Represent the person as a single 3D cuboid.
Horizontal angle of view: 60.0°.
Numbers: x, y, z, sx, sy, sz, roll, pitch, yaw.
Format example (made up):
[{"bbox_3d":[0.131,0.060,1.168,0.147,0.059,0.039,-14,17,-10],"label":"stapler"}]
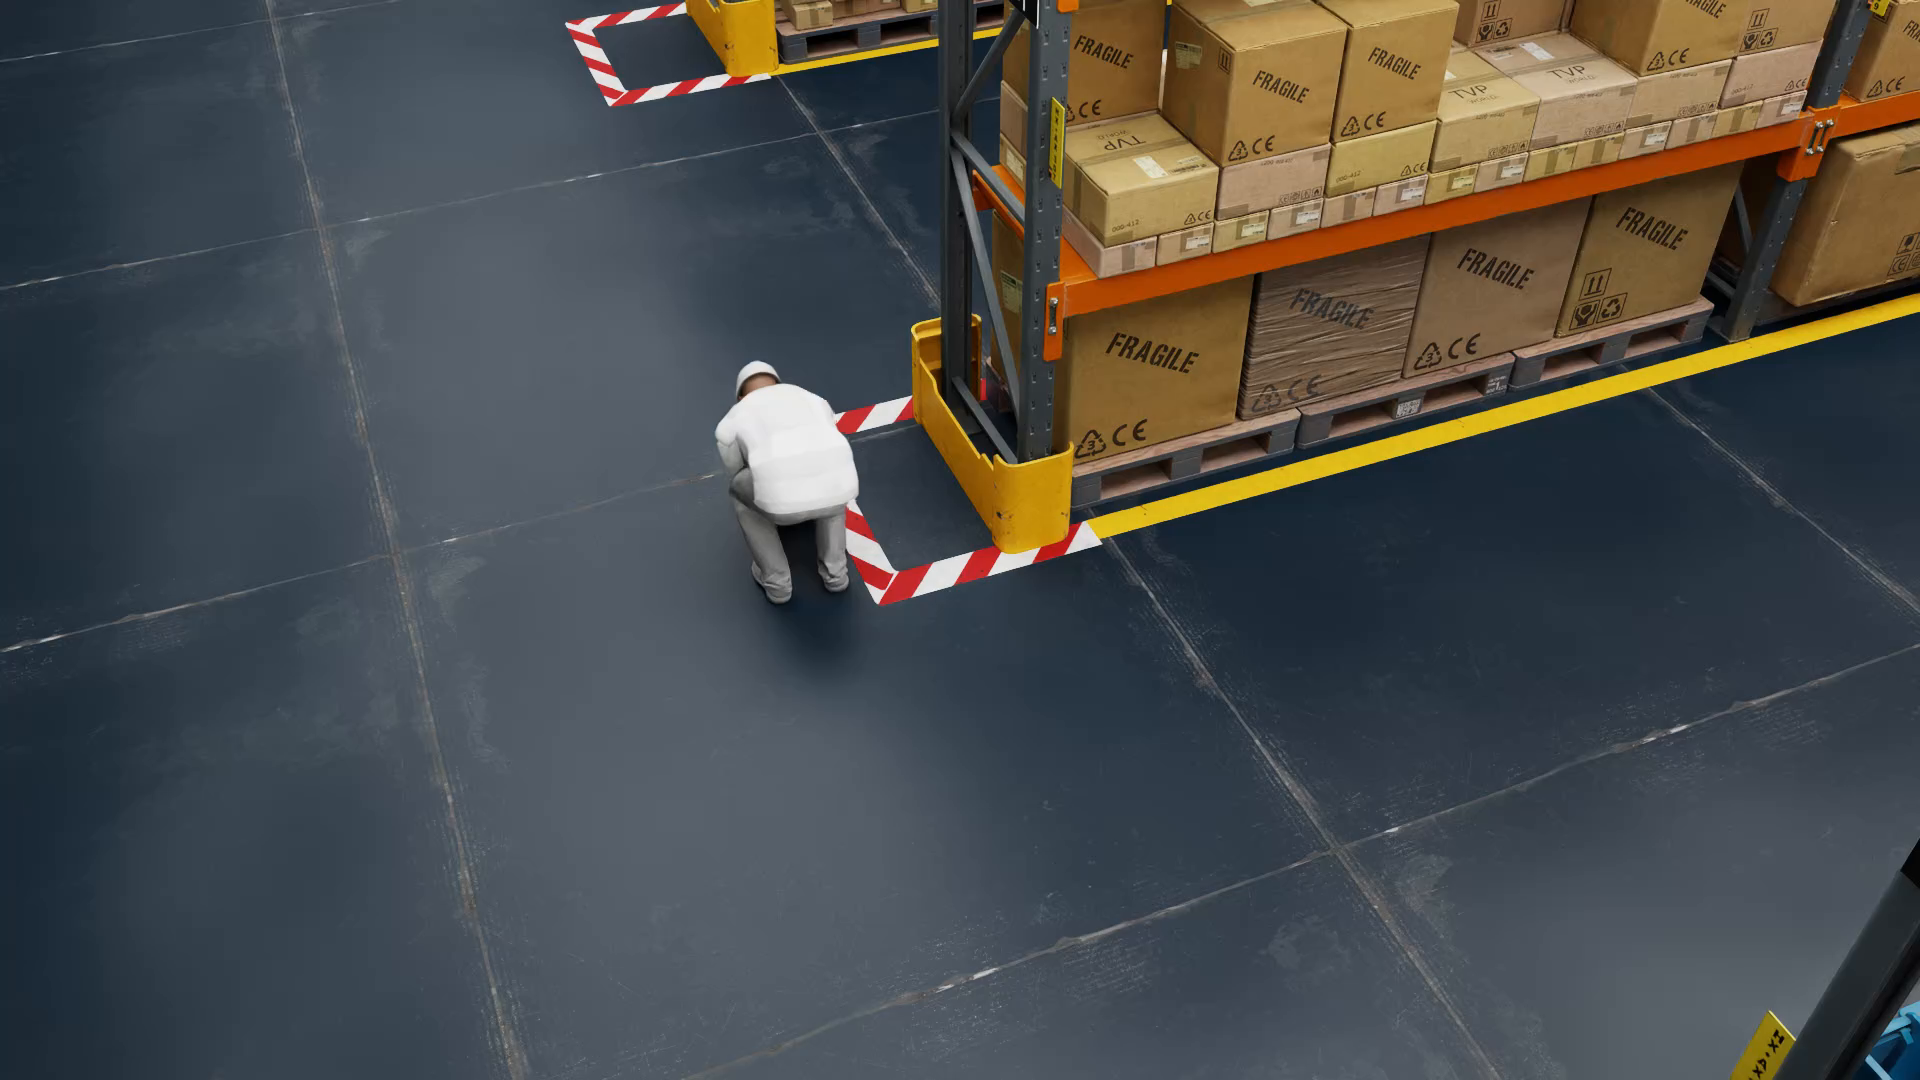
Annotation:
[{"bbox_3d":[-0.749,-0.257,7.131,0.513,0.874,0.980,-13,43,-14],"label":"person"}]
